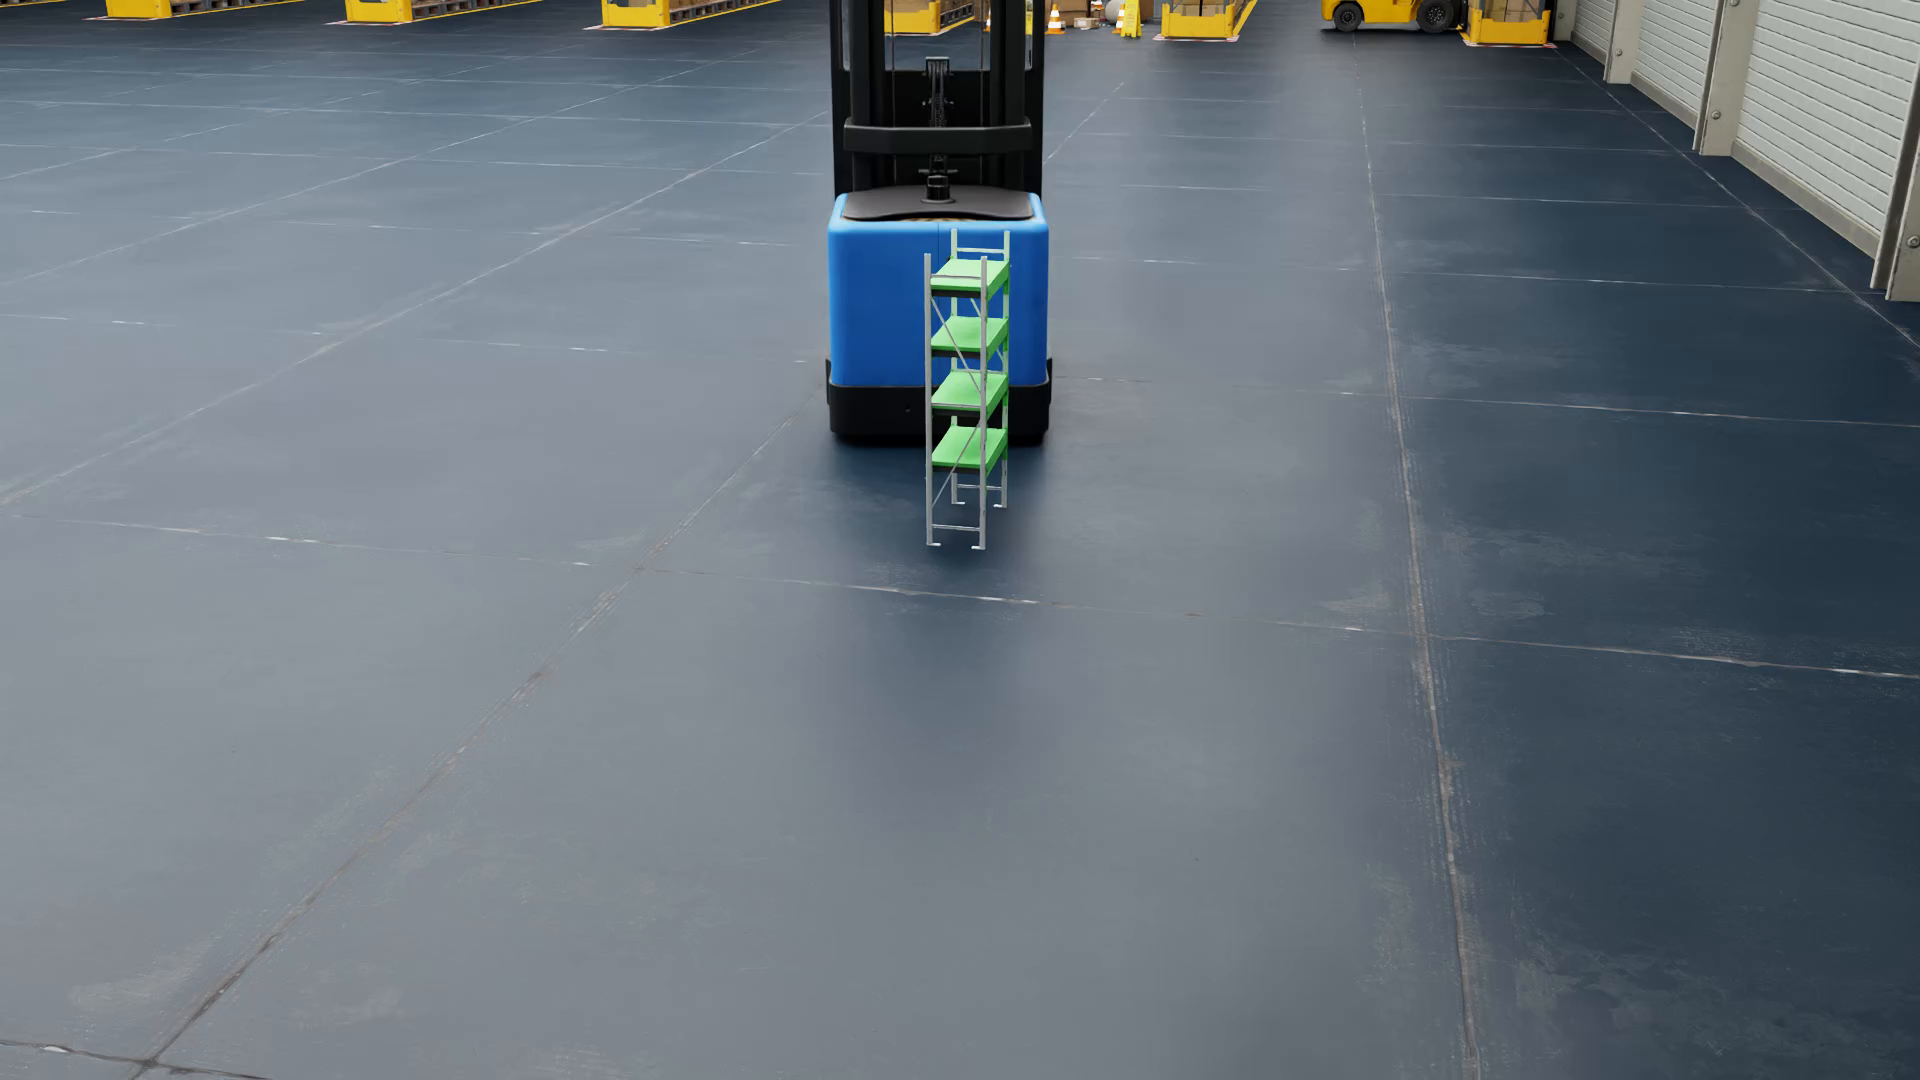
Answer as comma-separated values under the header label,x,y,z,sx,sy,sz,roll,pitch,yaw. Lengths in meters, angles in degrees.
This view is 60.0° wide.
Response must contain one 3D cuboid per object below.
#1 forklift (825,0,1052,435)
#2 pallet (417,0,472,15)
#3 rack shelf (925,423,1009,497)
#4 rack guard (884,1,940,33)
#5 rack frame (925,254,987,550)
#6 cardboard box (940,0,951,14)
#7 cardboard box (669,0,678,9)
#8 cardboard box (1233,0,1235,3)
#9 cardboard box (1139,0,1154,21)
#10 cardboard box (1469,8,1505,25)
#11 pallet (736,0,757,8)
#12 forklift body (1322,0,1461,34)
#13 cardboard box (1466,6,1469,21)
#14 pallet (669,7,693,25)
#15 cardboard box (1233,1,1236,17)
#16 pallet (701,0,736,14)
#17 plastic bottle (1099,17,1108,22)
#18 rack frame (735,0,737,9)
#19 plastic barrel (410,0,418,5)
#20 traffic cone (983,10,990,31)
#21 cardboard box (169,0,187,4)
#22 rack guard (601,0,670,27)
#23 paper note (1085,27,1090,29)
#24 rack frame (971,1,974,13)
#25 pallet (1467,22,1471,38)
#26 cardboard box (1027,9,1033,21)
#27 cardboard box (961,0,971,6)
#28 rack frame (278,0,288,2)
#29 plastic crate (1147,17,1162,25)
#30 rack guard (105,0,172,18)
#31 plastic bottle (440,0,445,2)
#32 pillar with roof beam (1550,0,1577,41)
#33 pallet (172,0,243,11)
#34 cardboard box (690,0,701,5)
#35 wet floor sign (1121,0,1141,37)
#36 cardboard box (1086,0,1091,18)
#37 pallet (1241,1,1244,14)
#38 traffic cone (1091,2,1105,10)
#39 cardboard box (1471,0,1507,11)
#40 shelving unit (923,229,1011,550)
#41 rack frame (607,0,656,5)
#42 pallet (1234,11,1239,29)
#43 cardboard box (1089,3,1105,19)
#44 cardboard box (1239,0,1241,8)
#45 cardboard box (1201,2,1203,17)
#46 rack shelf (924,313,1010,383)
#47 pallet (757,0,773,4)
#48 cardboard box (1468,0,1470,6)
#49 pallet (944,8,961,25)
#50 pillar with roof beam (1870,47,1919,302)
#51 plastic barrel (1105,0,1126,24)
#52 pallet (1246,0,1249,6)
label,x,y,z,sx,sy,sz,roll,pitch,yaw
forklift,-0.118,-2.357,8.782,1.130,2.935,3.031,0,22,-1
pallet,-10.225,-10.377,32.337,1.003,0.211,1.213,4,22,11
rack shelf,0.034,-0.335,6.893,0.258,0.148,0.480,4,22,11
rack guard,-0.937,-8.937,28.374,1.175,0.500,0.348,4,22,11
rack frame,-0.016,-0.528,6.558,0.240,1.200,0.015,4,22,11
cardboard box,-0.681,-9.889,29.675,0.875,0.875,0.875,4,22,10
cardboard box,-5.535,-10.004,30.461,0.500,0.500,0.500,11,24,25
cardboard box,4.476,-9.506,28.556,0.500,0.500,0.500,4,22,9
cardboard box,3.200,-9.781,30.467,0.500,0.500,0.500,-16,27,-35
cardboard box,8.581,-8.503,27.069,0.500,0.250,0.500,5,22,11
pallet,-4.794,-10.974,33.820,1.003,0.211,1.213,4,22,11
forklift body,7.395,-9.826,28.373,2.313,2.155,1.214,4,22,11
cardboard box,8.802,-8.866,27.971,0.500,0.250,0.500,5,22,11
pallet,-5.552,-9.549,30.280,1.003,0.211,1.213,4,22,11
cardboard box,4.481,-9.144,28.661,0.500,0.250,0.500,5,23,13
pallet,-5.054,-10.441,32.496,1.003,0.211,1.213,4,22,11
plastic bottle,2.651,-9.535,30.448,0.133,0.061,0.283,8,23,20
rack frame,-4.951,-11.983,32.591,1.000,3.000,0.127,4,22,11
plastic barrel,-10.454,-10.368,31.350,0.421,0.512,0.421,0,22,0
traffic cone,0.566,-9.014,28.616,0.336,0.463,0.334,4,22,11
cardboard box,-15.137,-10.375,31.718,0.500,0.250,0.500,4,22,11
rack guard,-5.752,-9.388,29.495,1.175,0.500,0.348,4,22,11
paper note,2.178,-8.885,28.873,0.148,0.019,0.142,-3,22,-8
rack frame,-0.116,-11.568,31.561,1.000,3.000,0.127,4,22,11
pallet,8.909,-8.377,27.370,1.003,0.211,1.213,4,22,11
cardboard box,1.336,-9.530,30.162,0.396,0.266,0.258,8,23,20
cardboard box,-0.313,-10.552,31.321,0.875,0.875,0.875,5,22,12
rack frame,-14.648,-12.739,34.470,1.000,3.000,0.127,4,22,11
plastic crate,3.627,-9.361,29.991,0.402,0.080,0.583,-3,22,-8
rack guard,-15.469,-10.108,31.283,1.175,0.500,0.348,4,22,11
plastic bottle,-9.941,-10.475,31.912,0.097,0.271,0.097,0,22,0
pillar with roof beam,5.604,-12.684,26.303,9.100,9.000,0.400,4,22,11
pallet,-15.098,-10.711,33.165,1.003,0.211,1.213,4,22,11
cardboard box,-5.231,-10.432,31.524,0.500,0.500,0.500,2,22,6
wet floor sign,2.848,-8.684,27.553,0.267,0.644,0.232,13,25,29
cardboard box,1.997,-9.847,30.449,0.797,0.637,0.503,4,22,11
pallet,4.908,-10.219,31.944,1.003,0.211,1.213,4,22,11
traffic cone,2.713,-10.793,33.033,0.336,0.463,0.334,4,22,11
cardboard box,8.587,-8.741,26.990,0.500,0.250,0.500,4,22,10
shelving unit,0.034,-0.617,6.780,0.258,1.200,0.503,4,22,11
rack frame,-5.767,-10.520,28.959,1.000,3.000,0.127,4,22,11
pallet,4.401,-9.238,29.509,1.003,0.211,1.213,4,22,11
cardboard box,2.483,-9.825,30.893,0.258,0.266,0.396,-11,25,-26
cardboard box,4.893,-9.910,30.563,0.500,0.250,0.500,5,23,13
cardboard box,3.949,-9.189,28.772,0.500,0.250,0.500,5,22,11
rack shelf,0.034,-0.780,6.714,0.258,0.148,0.480,4,22,11
pallet,-4.547,-11.422,34.931,1.003,0.211,1.213,4,22,11
cardboard box,8.785,-9.114,27.916,0.500,0.250,0.500,4,22,10
pallet,-0.595,-9.555,30.295,1.003,0.211,1.213,4,22,11
pillar with roof beam,1.931,-6.101,9.958,9.100,9.000,0.400,4,22,11
plastic barrel,2.873,-9.440,29.727,0.421,0.421,0.512,-16,27,-35
pallet,5.406,-11.111,34.160,1.003,0.211,1.213,4,22,11
